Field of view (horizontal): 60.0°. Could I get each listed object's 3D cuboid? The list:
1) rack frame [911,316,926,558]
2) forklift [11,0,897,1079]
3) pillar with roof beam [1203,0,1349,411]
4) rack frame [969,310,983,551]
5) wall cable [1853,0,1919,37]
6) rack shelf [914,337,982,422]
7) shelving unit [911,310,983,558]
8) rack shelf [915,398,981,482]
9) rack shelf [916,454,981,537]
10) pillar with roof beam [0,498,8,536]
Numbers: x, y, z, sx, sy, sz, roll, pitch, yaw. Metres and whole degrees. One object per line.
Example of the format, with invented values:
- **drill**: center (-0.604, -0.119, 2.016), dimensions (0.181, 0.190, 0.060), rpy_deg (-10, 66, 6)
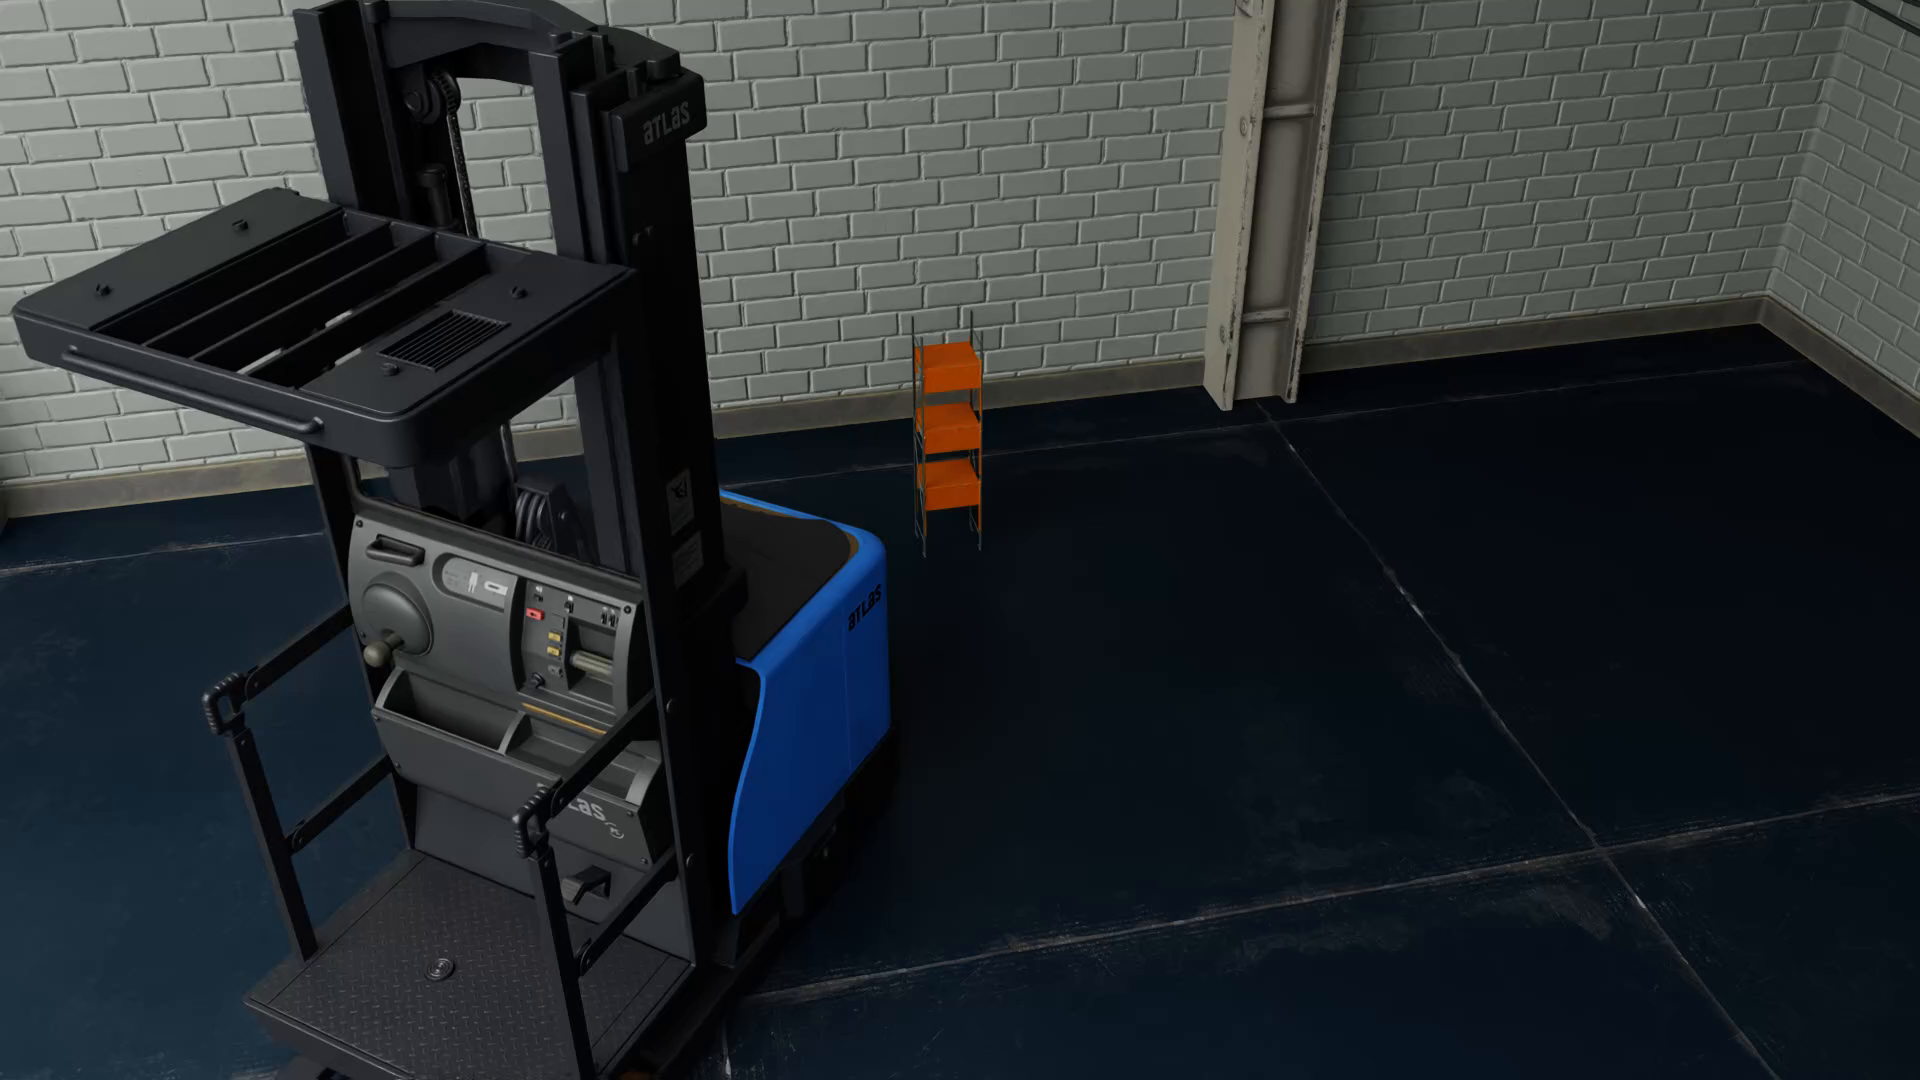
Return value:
- **rack frame**: center (-0.171, -0.414, 6.925), dimensions (0.008, 1.050, 0.200), rpy_deg (-7, 35, -11)
- **forklift**: center (-1.332, 0.271, 4.215), dimensions (1.130, 2.935, 3.031), rpy_deg (16, 37, 22)
- **pillar with roof beam**: center (2.402, -2.142, 2.366), dimensions (0.400, 9.000, 9.100), rpy_deg (-7, 35, -11)
- **rack frame**: center (0.067, -0.444, 6.970), dimensions (0.008, 1.050, 0.200), rpy_deg (-7, 35, -11)
- **wall cable**: center (4.617, -2.836, 6.187), dimensions (0.112, 2.526, 3.097), rpy_deg (-7, 35, -11)
- **rack shelf**: center (-0.052, -0.656, 6.795), dimensions (0.240, 0.259, 0.215), rpy_deg (-7, 35, -11)
- **shelving unit**: center (-0.052, -0.429, 6.948), dimensions (0.252, 1.050, 0.215), rpy_deg (-7, 35, -11)
- **rack shelf**: center (-0.052, -0.421, 6.954), dimensions (0.240, 0.259, 0.215), rpy_deg (-7, 35, -11)
- **rack shelf**: center (-0.052, -0.190, 7.108), dimensions (0.240, 0.259, 0.215), rpy_deg (-7, 35, -11)
- **pillar with roof beam**: center (-3.451, -1.404, 1.267), dimensions (0.400, 9.000, 9.100), rpy_deg (-7, 35, -11)
